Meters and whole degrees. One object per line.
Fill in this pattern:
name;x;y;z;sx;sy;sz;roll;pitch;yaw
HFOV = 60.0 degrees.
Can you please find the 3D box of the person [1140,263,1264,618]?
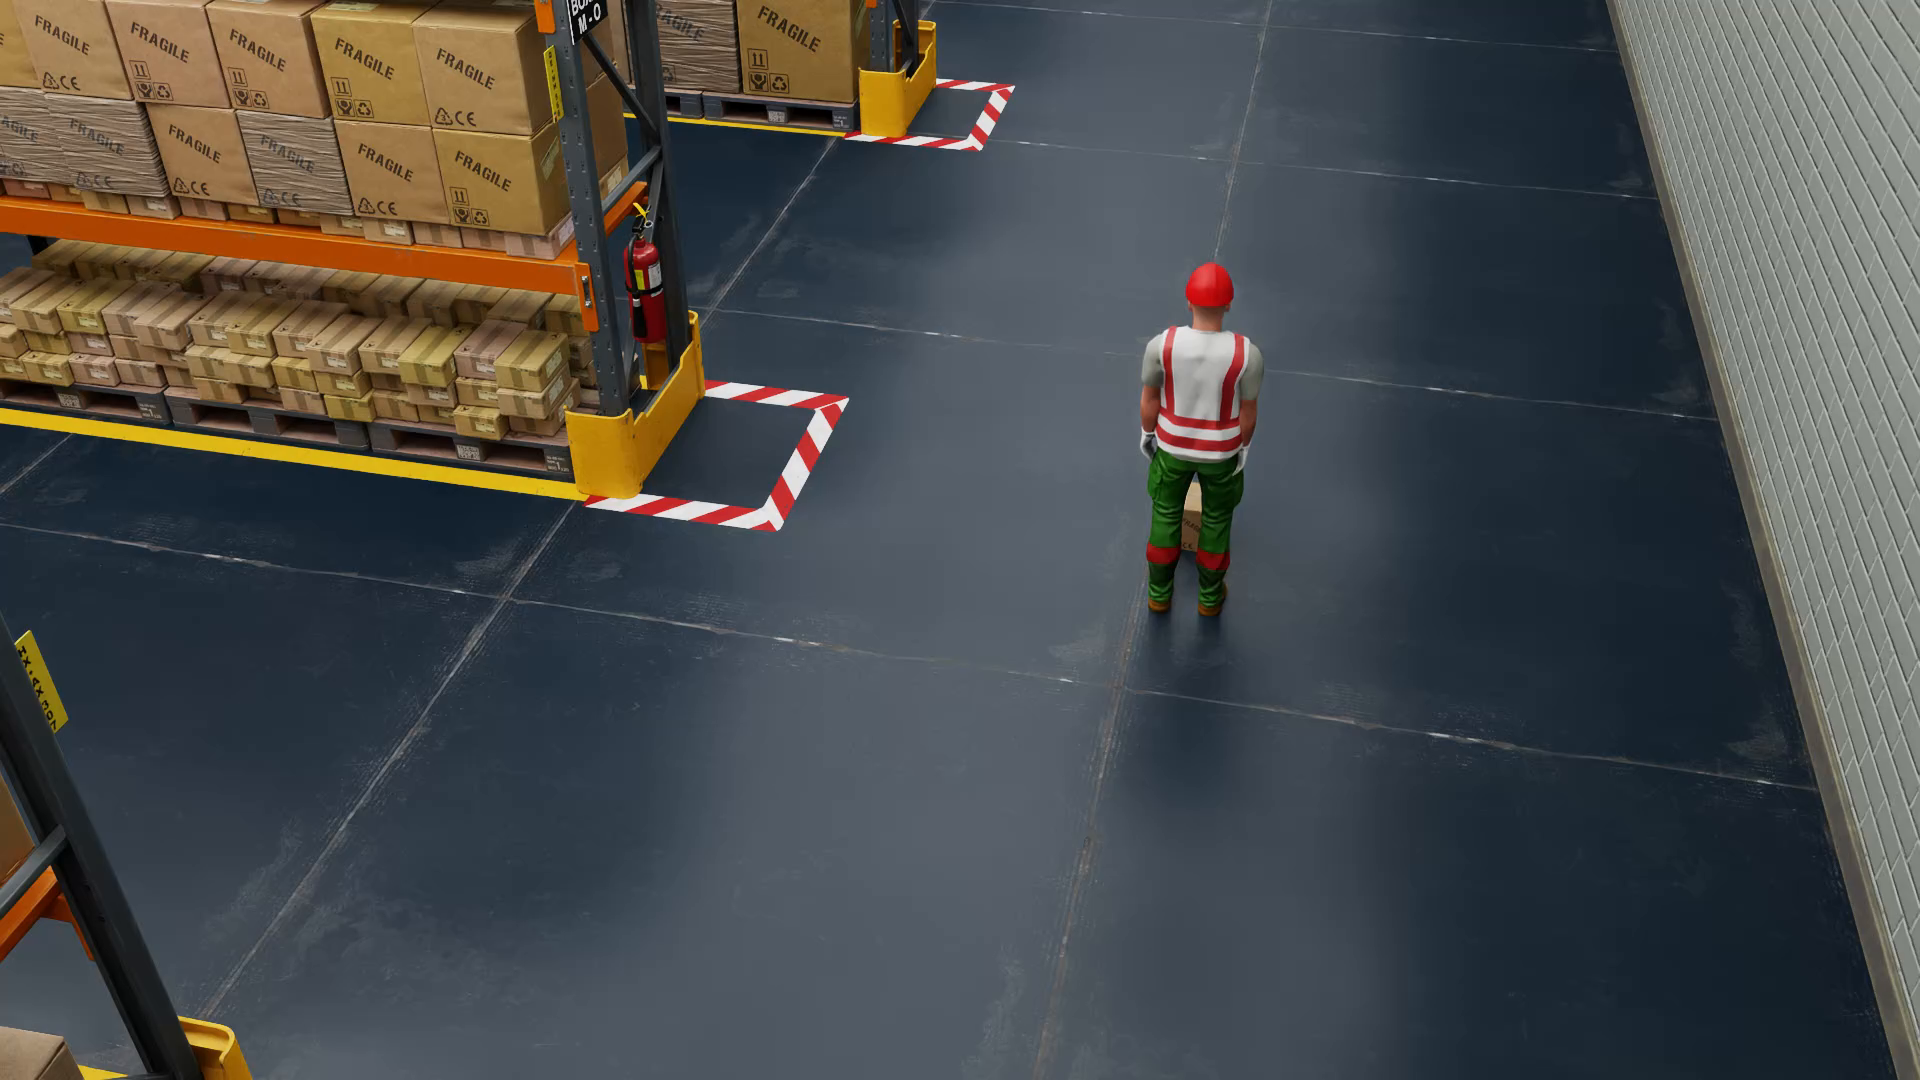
person;1.070;-0.435;7.546;0.527;1.780;0.352;8;37;11
